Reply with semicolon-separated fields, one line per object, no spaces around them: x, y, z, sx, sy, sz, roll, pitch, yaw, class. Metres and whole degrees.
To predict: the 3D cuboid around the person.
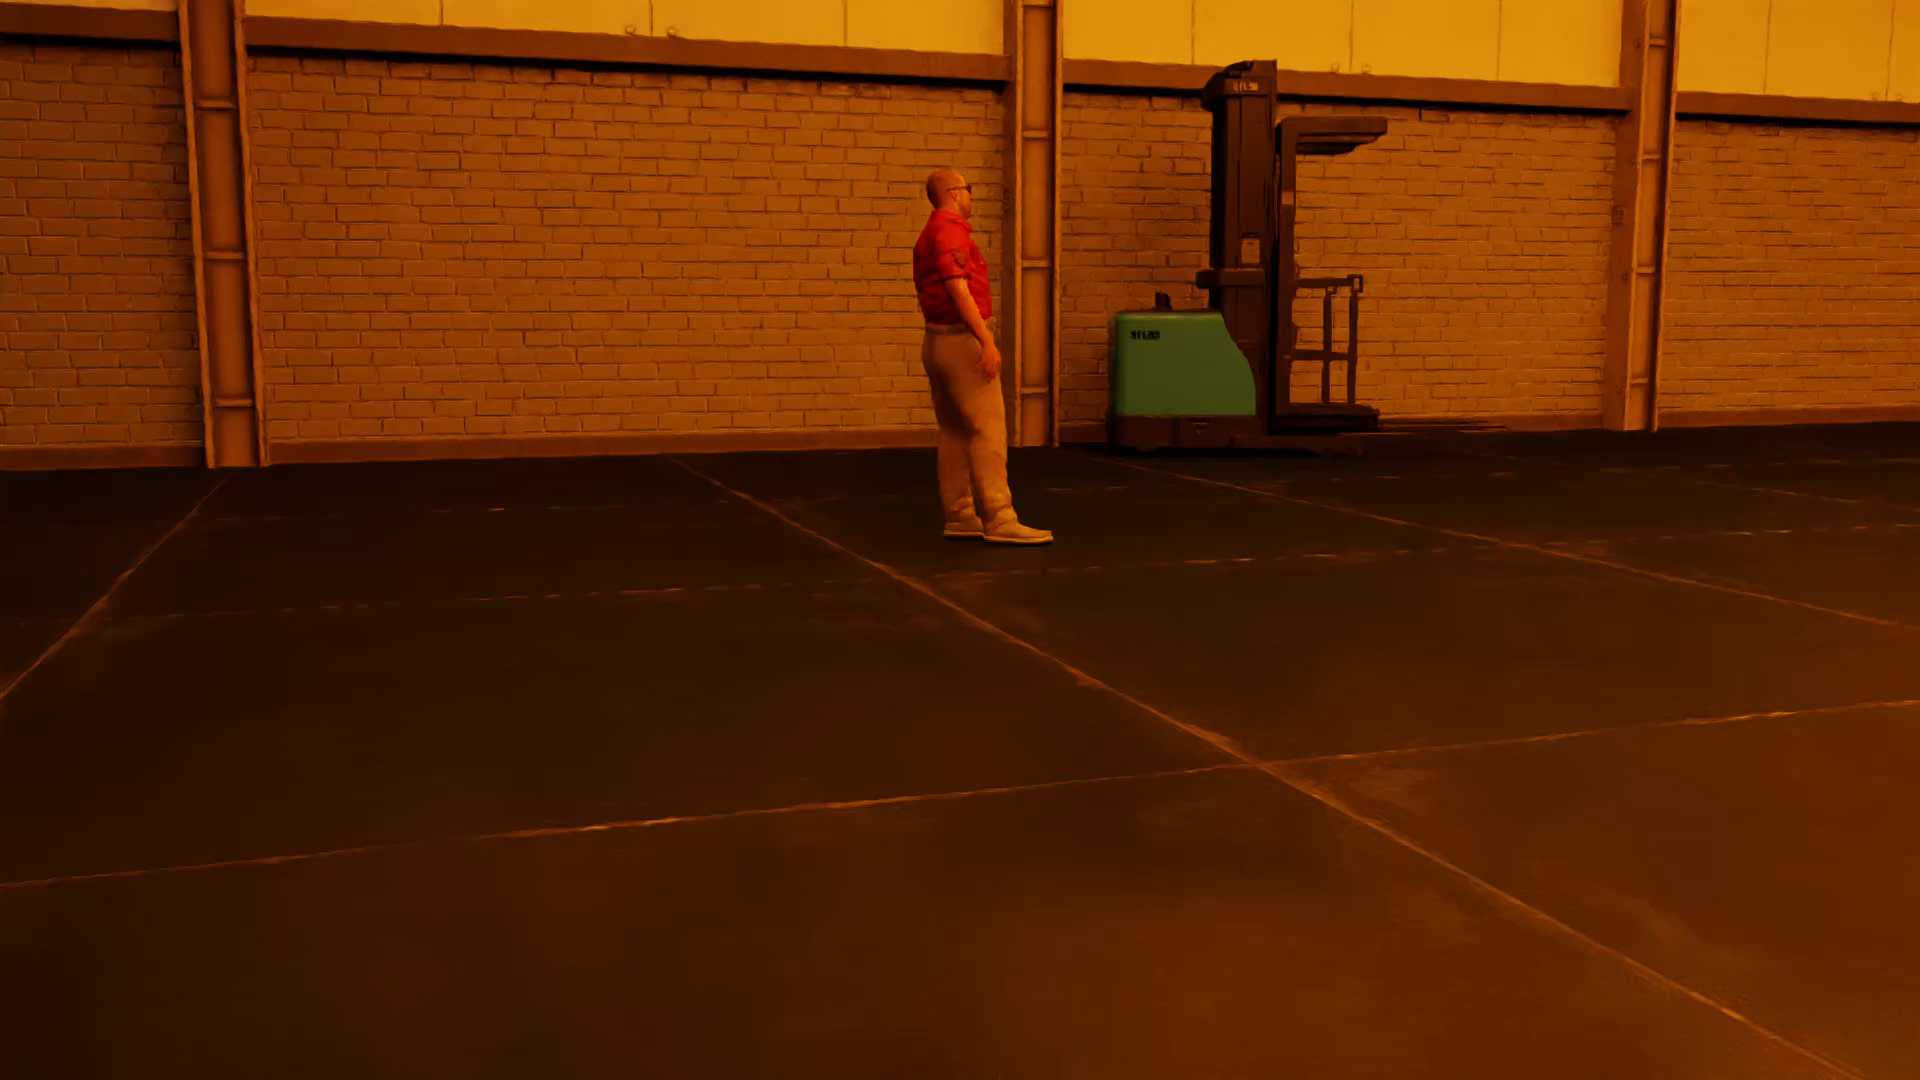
0.089;-0.866;7.823;0.550;1.727;0.640;-3;8;-18;person

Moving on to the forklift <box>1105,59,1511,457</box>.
2.683;-2.147;12.833;3.031;2.935;1.130;0;8;1;forklift
